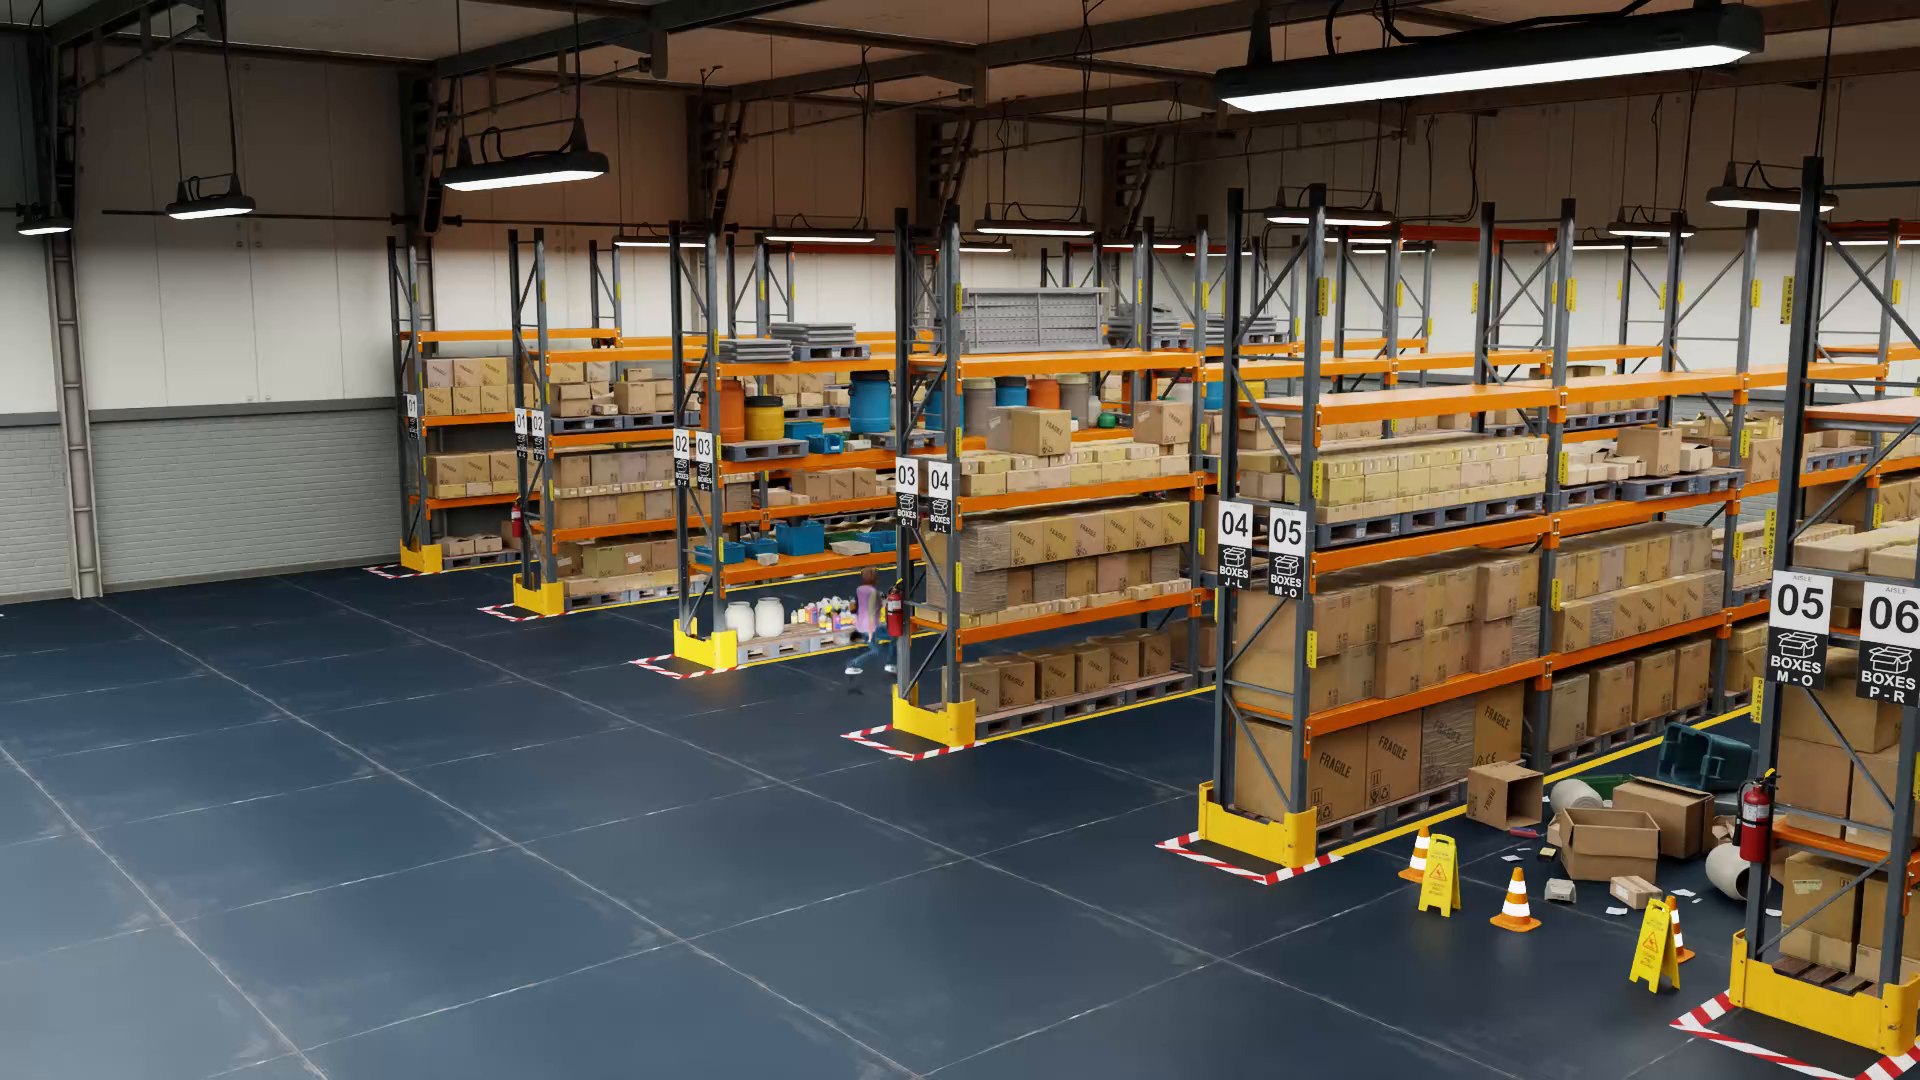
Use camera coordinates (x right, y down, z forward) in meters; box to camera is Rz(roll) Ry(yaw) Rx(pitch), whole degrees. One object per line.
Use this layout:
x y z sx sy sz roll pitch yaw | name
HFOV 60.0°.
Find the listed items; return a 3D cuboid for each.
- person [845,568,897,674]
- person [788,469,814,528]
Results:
-1.094 1.027 20.936 0.741 1.376 0.452 -4 10 -26 | person
-3.030 -0.524 31.778 0.451 1.677 0.392 -8 12 -43 | person
